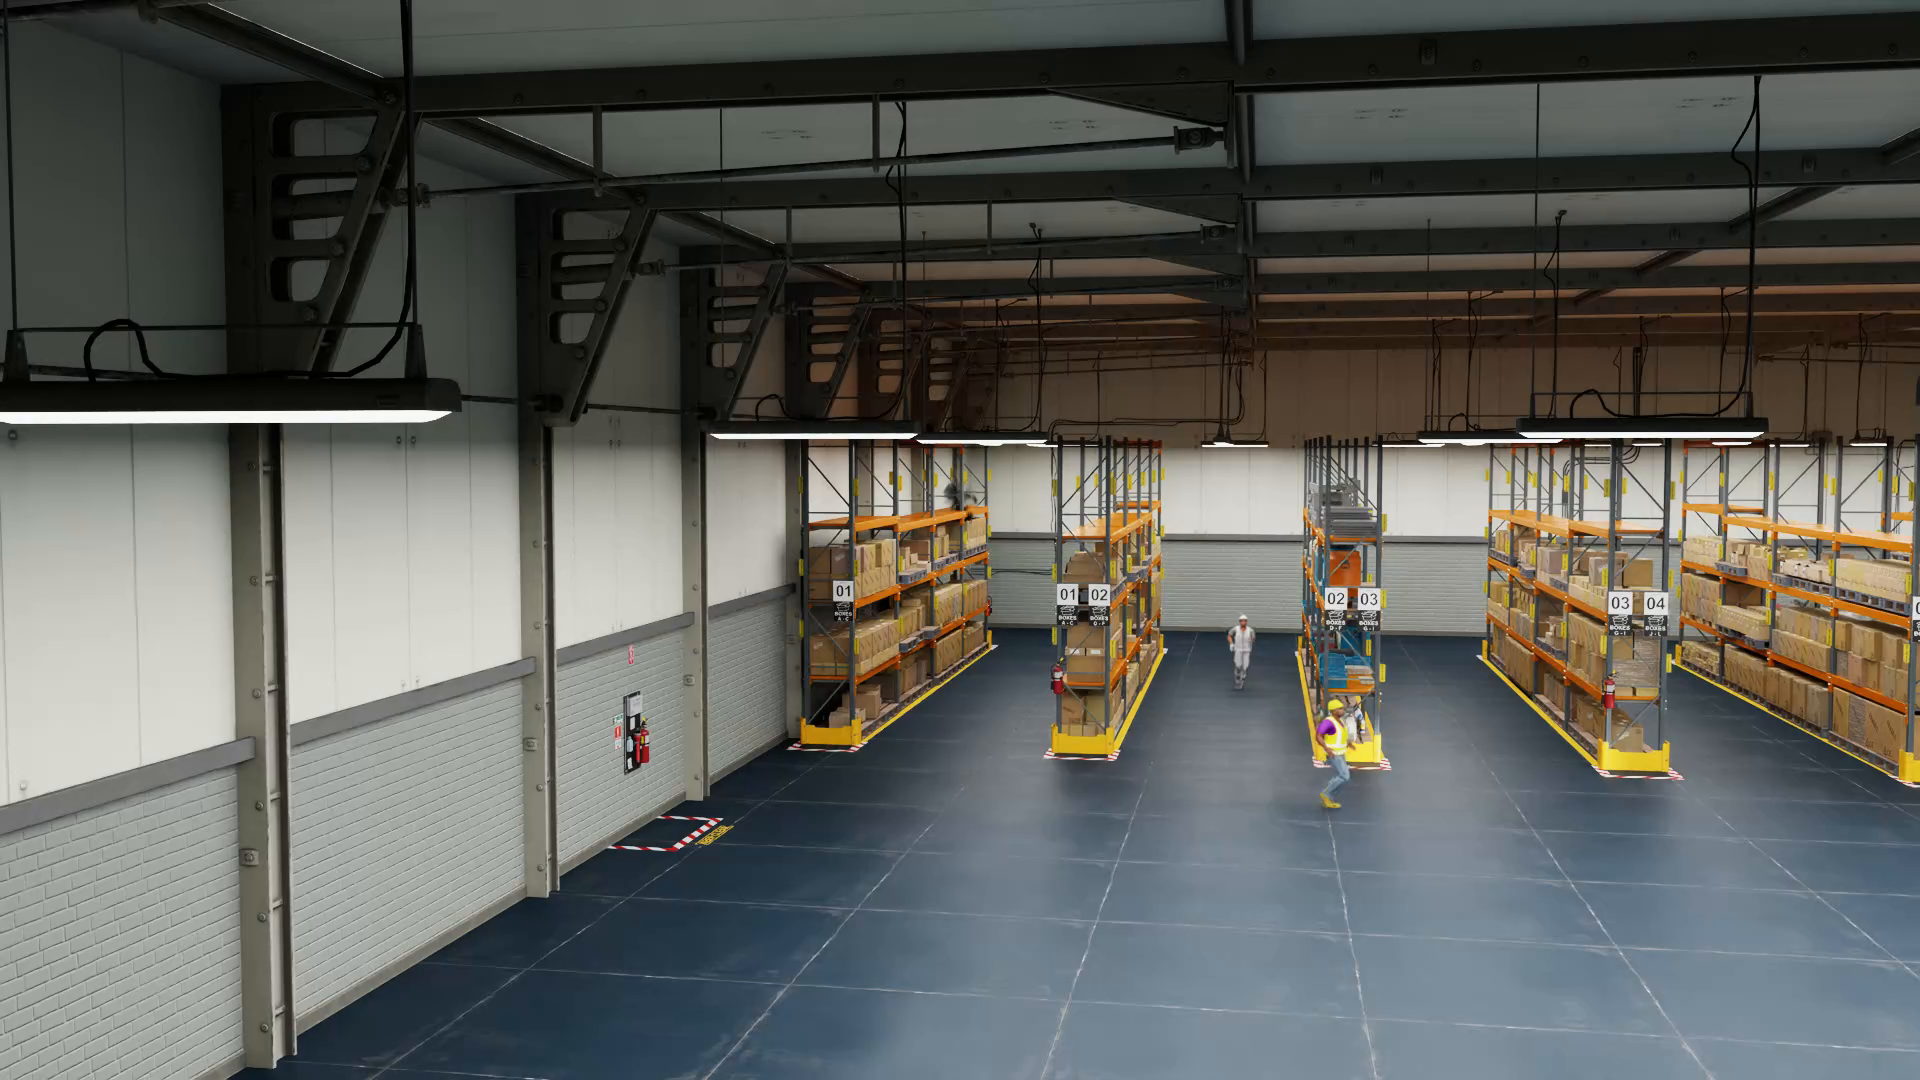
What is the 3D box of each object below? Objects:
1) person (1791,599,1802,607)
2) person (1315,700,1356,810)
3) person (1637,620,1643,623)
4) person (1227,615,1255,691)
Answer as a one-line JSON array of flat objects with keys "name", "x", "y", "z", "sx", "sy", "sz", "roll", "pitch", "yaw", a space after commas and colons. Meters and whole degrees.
[{"name": "person", "x": 22.708, "y": 2.428, "z": 45.419, "sx": 0.594, "sy": 1.678, "sz": 0.600, "roll": 1, "pitch": 3, "yaw": 16}, {"name": "person", "x": 6.012, "y": 3.422, "z": 26.473, "sx": 0.533, "sy": 1.749, "sz": 0.679, "roll": 2, "pitch": 4, "yaw": 33}, {"name": "person", "x": 18.059, "y": 2.512, "z": 44.797, "sx": 0.674, "sy": 1.670, "sz": 0.674, "roll": 2, "pitch": 4, "yaw": 31}, {"name": "person", "x": 6.731, "y": 2.693, "z": 39.645, "sx": 0.632, "sy": 1.803, "sz": 0.721, "roll": 0, "pitch": 3, "yaw": 0}]
